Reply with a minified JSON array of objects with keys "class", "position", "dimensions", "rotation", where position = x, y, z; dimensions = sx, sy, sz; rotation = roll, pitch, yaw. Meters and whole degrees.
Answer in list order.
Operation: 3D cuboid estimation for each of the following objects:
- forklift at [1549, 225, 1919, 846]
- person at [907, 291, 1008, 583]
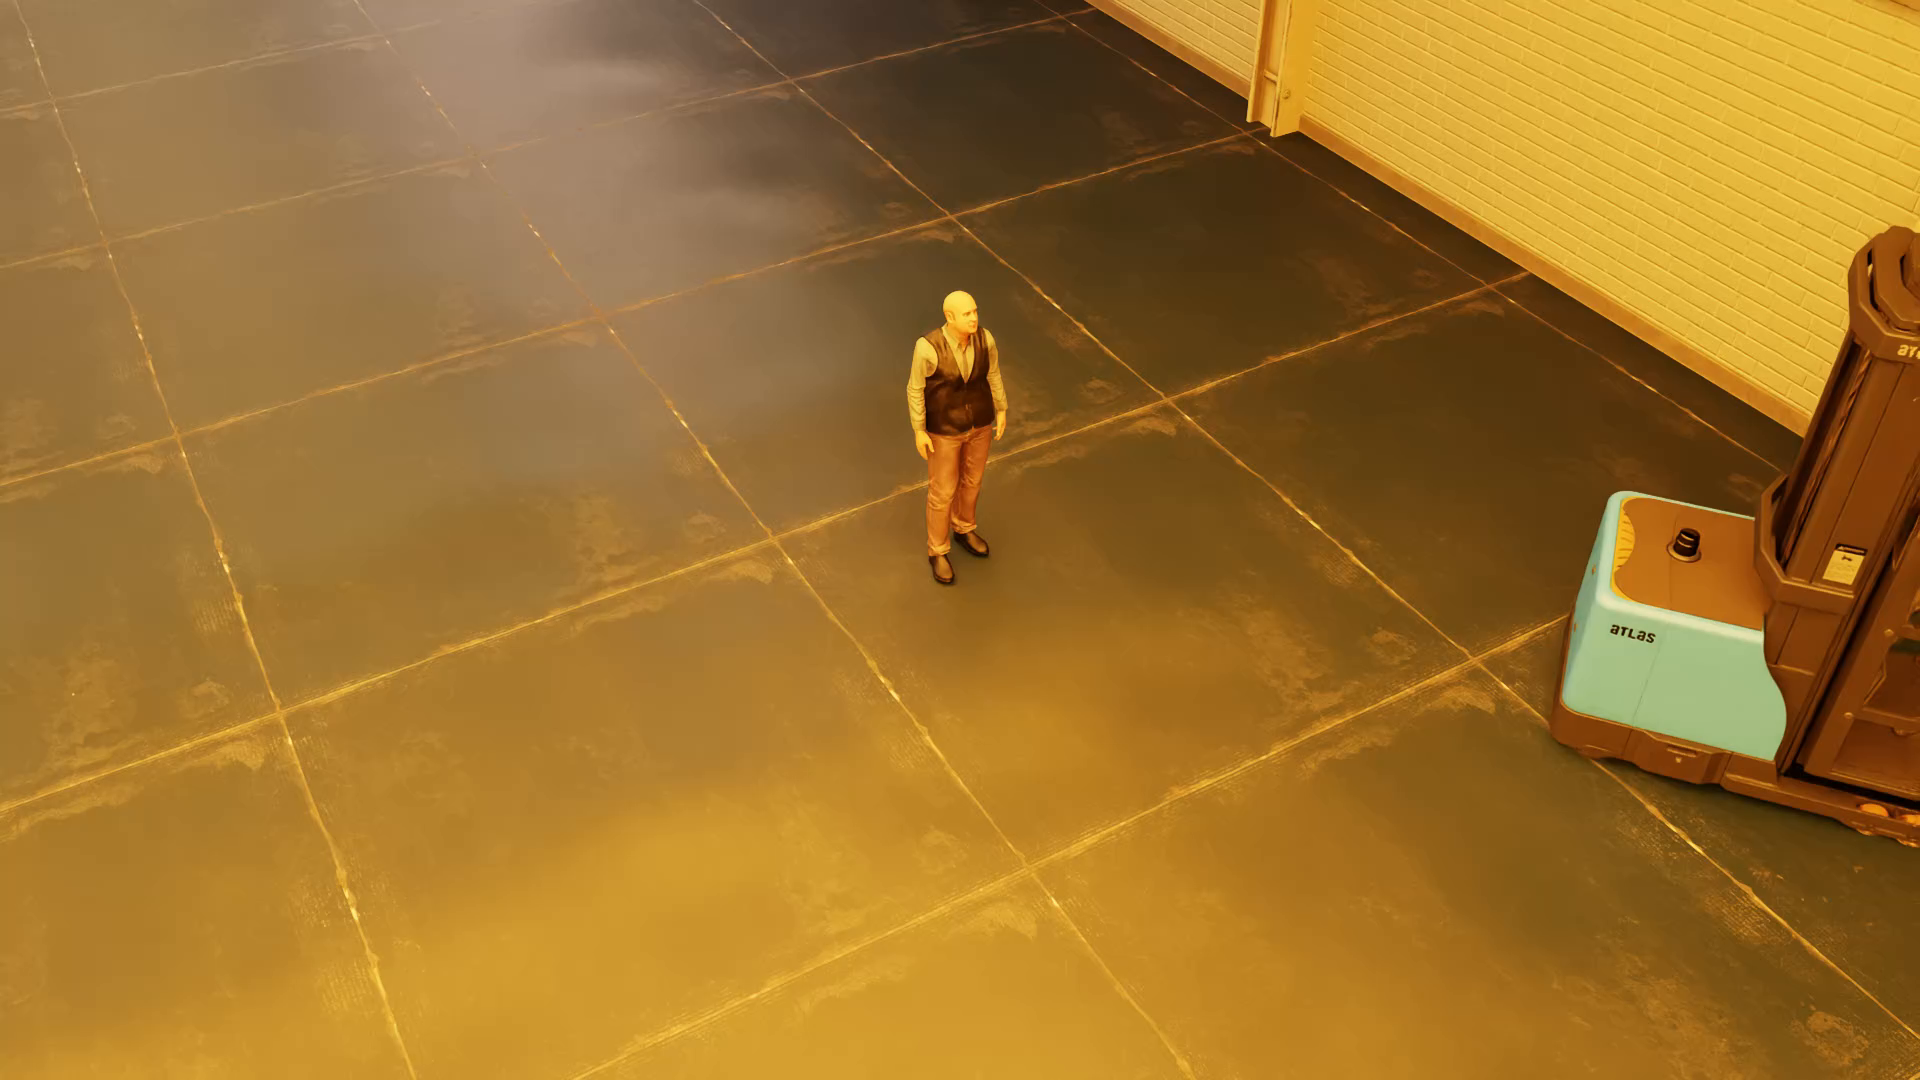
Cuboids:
[{"class":"forklift","position":[4.752,0.041,7.986],"dimensions":[3.031,2.935,1.130],"rotation":[14,42,16]},{"class":"person","position":[0.024,-0.632,9.733],"dimensions":[0.632,1.720,0.568],"rotation":[-20,44,-23]}]
